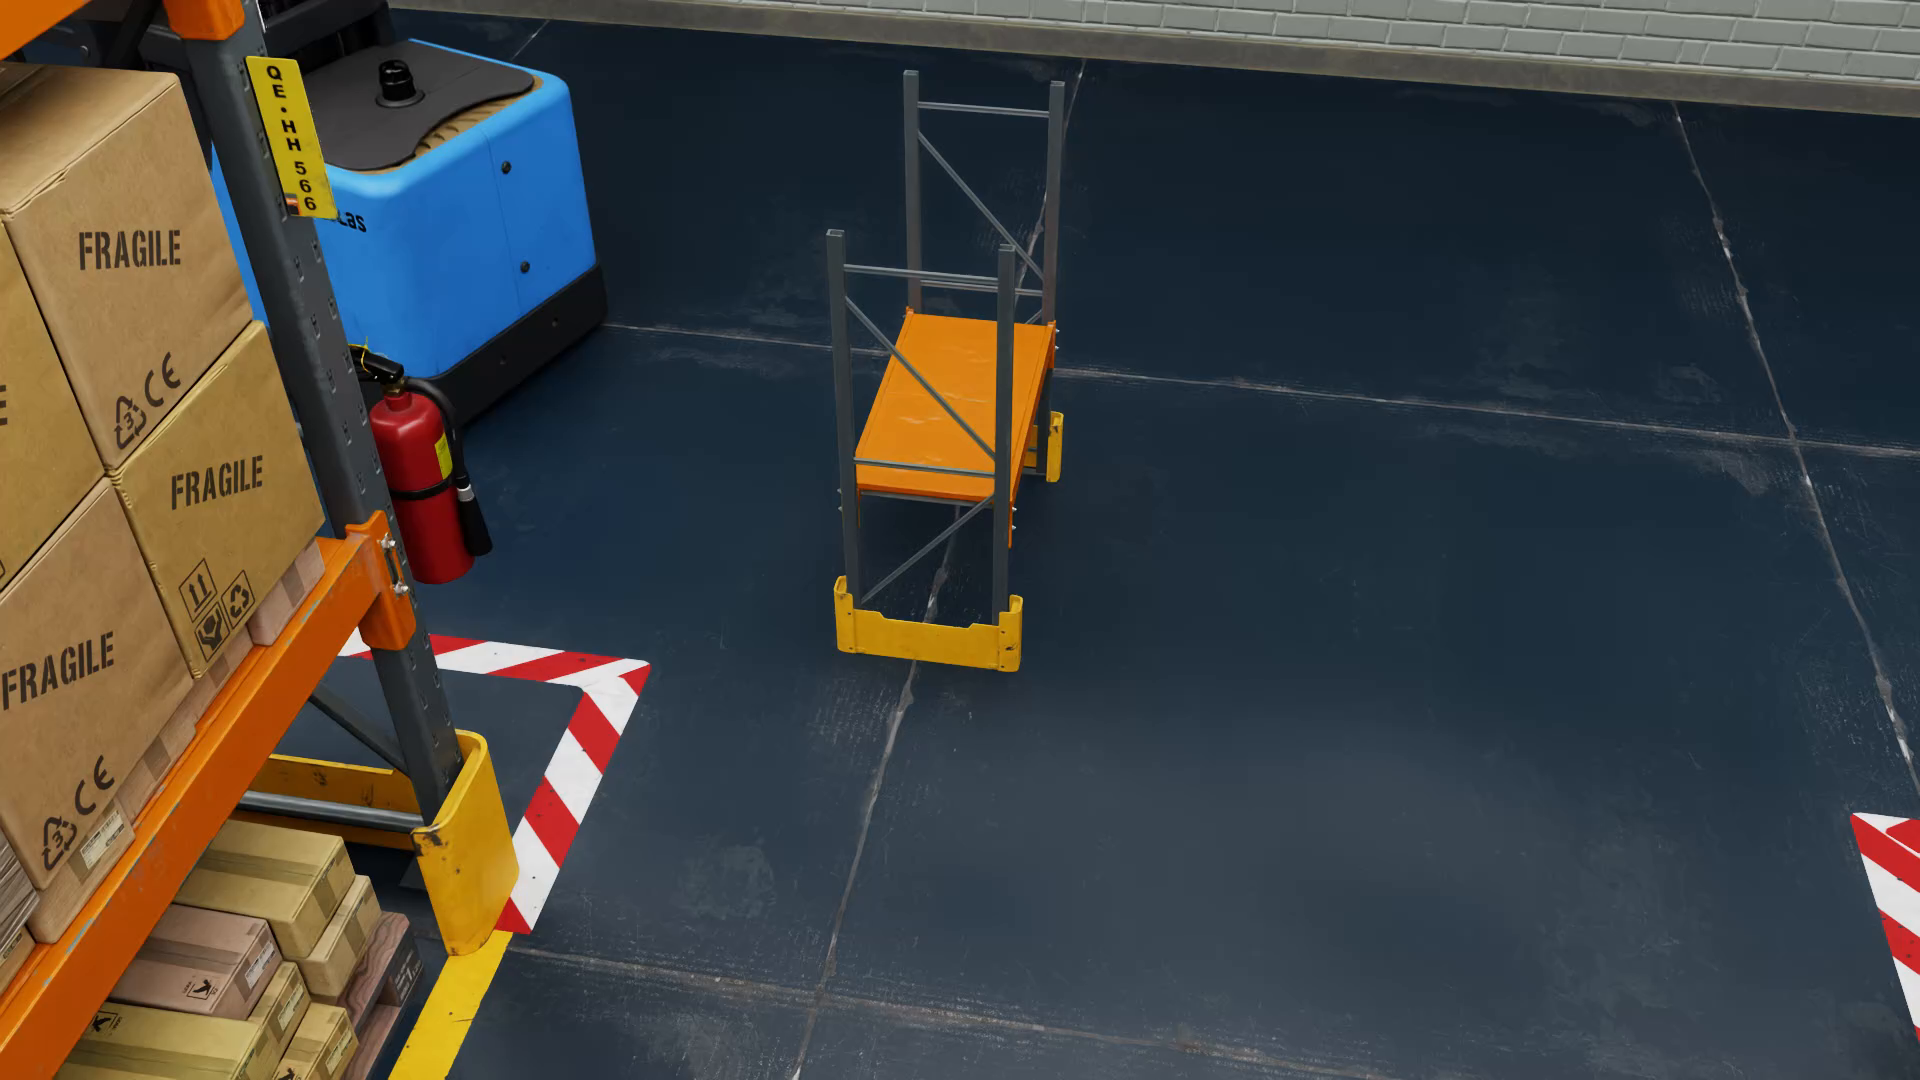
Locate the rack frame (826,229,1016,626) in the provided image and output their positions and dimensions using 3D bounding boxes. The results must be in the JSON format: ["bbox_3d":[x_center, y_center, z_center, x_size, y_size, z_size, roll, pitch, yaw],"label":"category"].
[{"bbox_3d":[-0.103,-0.205,4.821,0.500,1.500,0.032,6,40,8],"label":"rack frame"}]

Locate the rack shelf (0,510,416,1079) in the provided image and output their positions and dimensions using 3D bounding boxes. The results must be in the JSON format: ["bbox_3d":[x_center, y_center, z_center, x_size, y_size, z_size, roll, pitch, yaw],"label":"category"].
[{"bbox_3d":[-2.155,1.267,2.428,1.077,0.370,4.000,6,40,8],"label":"rack shelf"}]

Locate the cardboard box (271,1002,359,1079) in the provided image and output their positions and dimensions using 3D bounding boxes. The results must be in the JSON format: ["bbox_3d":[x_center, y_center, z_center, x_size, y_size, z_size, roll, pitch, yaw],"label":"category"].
[{"bbox_3d":[-1.639,1.198,3.855,0.380,0.149,0.250,8,40,9],"label":"cardboard box"}]

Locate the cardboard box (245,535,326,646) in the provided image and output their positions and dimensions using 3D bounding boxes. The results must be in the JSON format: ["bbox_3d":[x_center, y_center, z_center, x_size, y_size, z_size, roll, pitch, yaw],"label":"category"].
[{"bbox_3d":[-1.587,0.067,3.511,0.380,0.149,0.250,6,40,8],"label":"cardboard box"}]

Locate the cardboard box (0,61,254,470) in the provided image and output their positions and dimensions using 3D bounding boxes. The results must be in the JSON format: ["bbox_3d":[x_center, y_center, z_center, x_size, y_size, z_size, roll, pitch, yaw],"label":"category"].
[{"bbox_3d":[-1.643,-0.489,2.891,0.500,0.500,0.500,6,40,7],"label":"cardboard box"}]

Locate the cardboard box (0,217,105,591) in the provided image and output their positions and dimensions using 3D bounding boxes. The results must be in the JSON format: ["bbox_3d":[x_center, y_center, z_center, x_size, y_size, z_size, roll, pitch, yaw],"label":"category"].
[{"bbox_3d":[-1.731,-0.171,2.506,0.500,0.500,0.500,5,40,6],"label":"cardboard box"}]

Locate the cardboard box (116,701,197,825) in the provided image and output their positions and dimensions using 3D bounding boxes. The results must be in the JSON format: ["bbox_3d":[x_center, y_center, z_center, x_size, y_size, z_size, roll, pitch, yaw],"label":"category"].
[{"bbox_3d":[-1.695,0.378,3.135,0.380,0.149,0.250,6,40,7],"label":"cardboard box"}]

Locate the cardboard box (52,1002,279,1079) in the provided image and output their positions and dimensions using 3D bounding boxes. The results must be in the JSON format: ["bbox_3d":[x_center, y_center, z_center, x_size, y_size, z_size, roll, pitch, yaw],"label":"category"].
[{"bbox_3d":[-1.671,1.131,3.469,0.380,0.149,0.250,6,40,7],"label":"cardboard box"}]

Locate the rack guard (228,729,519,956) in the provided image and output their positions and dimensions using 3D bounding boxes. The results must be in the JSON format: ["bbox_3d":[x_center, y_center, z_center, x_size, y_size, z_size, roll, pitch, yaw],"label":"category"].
[{"bbox_3d":[-1.822,0.746,4.455,1.175,0.500,0.348,6,40,8],"label":"rack guard"}]

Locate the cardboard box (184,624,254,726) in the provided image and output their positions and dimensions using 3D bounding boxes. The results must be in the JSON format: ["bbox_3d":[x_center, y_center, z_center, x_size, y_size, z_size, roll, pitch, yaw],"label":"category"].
[{"bbox_3d":[-1.667,0.219,3.328,0.380,0.149,0.250,6,40,8],"label":"cardboard box"}]

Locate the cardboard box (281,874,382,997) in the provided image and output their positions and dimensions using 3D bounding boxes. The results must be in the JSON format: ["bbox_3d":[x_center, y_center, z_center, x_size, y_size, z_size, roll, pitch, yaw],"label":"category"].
[{"bbox_3d":[-1.619,0.920,3.958,0.380,0.149,0.250,5,40,6],"label":"cardboard box"}]

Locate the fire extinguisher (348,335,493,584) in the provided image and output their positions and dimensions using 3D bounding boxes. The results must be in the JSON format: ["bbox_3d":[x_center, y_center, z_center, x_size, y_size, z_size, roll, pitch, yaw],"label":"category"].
[{"bbox_3d":[-1.311,-0.199,3.990,0.296,0.674,0.183,6,40,8],"label":"fire extinguisher"}]

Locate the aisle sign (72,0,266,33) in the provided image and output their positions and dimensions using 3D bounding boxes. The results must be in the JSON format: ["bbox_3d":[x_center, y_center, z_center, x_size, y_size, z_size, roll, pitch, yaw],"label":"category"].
[{"bbox_3d":[-1.501,-1.280,2.904,0.394,0.787,0.004,6,40,8],"label":"aisle sign"}]

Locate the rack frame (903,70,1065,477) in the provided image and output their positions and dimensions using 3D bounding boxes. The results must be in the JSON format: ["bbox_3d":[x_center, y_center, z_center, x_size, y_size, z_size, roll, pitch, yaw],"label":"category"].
[{"bbox_3d":[0.073,-0.844,5.593,0.500,1.500,0.032,6,40,8],"label":"rack frame"}]

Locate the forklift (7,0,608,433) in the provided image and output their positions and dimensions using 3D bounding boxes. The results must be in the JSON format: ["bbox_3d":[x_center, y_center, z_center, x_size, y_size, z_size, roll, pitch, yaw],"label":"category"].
[{"bbox_3d":[-2.970,-2.191,6.100,3.031,2.935,1.130,19,43,22],"label":"forklift"}]

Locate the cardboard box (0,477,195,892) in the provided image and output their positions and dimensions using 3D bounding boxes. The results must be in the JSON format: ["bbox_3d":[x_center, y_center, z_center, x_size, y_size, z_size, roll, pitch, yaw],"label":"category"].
[{"bbox_3d":[-1.727,0.215,2.824,0.500,0.500,0.500,6,40,7],"label":"cardboard box"}]

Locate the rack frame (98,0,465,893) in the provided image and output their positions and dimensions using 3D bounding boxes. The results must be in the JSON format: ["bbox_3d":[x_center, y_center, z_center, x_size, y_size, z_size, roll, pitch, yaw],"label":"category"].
[{"bbox_3d":[-1.809,-0.265,3.717,1.000,3.000,0.127,6,40,8],"label":"rack frame"}]

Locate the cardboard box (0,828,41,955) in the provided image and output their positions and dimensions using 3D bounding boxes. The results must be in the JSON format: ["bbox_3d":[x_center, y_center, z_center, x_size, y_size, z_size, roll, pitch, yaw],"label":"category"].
[{"bbox_3d":[-1.806,0.534,2.438,0.500,0.500,0.500,7,40,8],"label":"cardboard box"}]

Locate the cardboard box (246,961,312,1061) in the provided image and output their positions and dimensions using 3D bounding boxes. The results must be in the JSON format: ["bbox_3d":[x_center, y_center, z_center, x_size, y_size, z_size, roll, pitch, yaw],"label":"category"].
[{"bbox_3d":[-1.717,1.078,3.766,0.380,0.149,0.250,6,40,7],"label":"cardboard box"}]

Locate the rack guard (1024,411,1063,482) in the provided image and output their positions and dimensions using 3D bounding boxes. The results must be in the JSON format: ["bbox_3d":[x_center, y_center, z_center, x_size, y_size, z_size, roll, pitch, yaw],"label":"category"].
[{"bbox_3d":[0.073,-0.361,5.990,0.587,0.250,0.087,6,40,8],"label":"rack guard"}]

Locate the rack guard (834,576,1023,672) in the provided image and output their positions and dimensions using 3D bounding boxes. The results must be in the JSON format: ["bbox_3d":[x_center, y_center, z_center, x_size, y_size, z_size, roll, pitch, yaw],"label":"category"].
[{"bbox_3d":[-0.099,0.264,5.234,0.587,0.250,0.087,6,40,8],"label":"rack guard"}]

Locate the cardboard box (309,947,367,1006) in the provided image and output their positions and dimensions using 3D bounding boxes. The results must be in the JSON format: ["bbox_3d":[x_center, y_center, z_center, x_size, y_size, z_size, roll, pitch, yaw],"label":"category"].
[{"bbox_3d":[-1.694,1.025,4.064,0.380,0.149,0.250,7,40,8],"label":"cardboard box"}]

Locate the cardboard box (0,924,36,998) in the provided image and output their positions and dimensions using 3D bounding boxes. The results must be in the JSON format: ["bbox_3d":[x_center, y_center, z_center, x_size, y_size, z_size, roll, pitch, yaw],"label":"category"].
[{"bbox_3d":[-1.791,0.703,2.742,0.380,0.149,0.250,5,40,6],"label":"cardboard box"}]

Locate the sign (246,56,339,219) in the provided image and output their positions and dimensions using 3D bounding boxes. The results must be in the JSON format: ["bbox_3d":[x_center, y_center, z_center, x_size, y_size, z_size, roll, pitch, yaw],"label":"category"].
[{"bbox_3d":[-1.266,-0.759,3.158,0.100,0.325,0.005,6,40,8],"label":"sign"}]

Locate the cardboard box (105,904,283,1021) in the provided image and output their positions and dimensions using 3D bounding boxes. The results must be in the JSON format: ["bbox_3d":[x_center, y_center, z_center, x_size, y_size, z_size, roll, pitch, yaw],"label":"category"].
[{"bbox_3d":[-1.751,0.954,3.683,0.380,0.149,0.250,7,40,9],"label":"cardboard box"}]

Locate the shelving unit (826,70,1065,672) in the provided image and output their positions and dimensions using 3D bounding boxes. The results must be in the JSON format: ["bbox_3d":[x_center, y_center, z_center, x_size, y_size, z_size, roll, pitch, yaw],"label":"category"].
[{"bbox_3d":[-0.013,-0.530,5.214,0.587,1.500,1.083,6,40,8],"label":"shelving unit"}]

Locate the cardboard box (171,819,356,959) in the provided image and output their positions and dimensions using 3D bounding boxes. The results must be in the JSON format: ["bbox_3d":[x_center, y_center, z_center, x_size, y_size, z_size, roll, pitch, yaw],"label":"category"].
[{"bbox_3d":[-1.651,0.803,3.866,0.380,0.149,0.250,7,40,8],"label":"cardboard box"}]

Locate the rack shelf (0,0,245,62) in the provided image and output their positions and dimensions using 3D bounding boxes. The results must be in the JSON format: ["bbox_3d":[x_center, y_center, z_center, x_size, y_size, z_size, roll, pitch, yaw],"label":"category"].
[{"bbox_3d":[-2.155,0.111,1.472,1.077,0.370,4.000,6,40,8],"label":"rack shelf"}]

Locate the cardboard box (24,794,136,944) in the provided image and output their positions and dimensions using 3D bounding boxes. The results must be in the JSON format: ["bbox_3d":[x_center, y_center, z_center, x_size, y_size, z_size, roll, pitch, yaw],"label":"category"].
[{"bbox_3d":[-1.717,0.541,2.939,0.380,0.149,0.250,7,40,9],"label":"cardboard box"}]

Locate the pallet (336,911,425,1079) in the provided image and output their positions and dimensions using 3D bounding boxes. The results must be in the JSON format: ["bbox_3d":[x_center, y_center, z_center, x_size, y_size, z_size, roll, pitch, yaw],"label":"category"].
[{"bbox_3d":[-1.997,1.363,3.935,1.003,0.211,1.213,6,40,8],"label":"pallet"}]

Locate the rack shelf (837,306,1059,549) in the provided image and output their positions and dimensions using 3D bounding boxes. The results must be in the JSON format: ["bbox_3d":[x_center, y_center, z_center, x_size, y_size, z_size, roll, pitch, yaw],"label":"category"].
[{"bbox_3d":[-0.015,-0.386,5.322,0.538,0.185,1.000,6,40,8],"label":"rack shelf"}]

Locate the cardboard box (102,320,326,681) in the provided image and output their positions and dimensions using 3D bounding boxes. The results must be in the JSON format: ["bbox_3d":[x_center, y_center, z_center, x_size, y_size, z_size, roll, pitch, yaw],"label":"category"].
[{"bbox_3d":[-1.633,-0.108,3.215,0.500,0.500,0.500,7,40,9],"label":"cardboard box"}]
